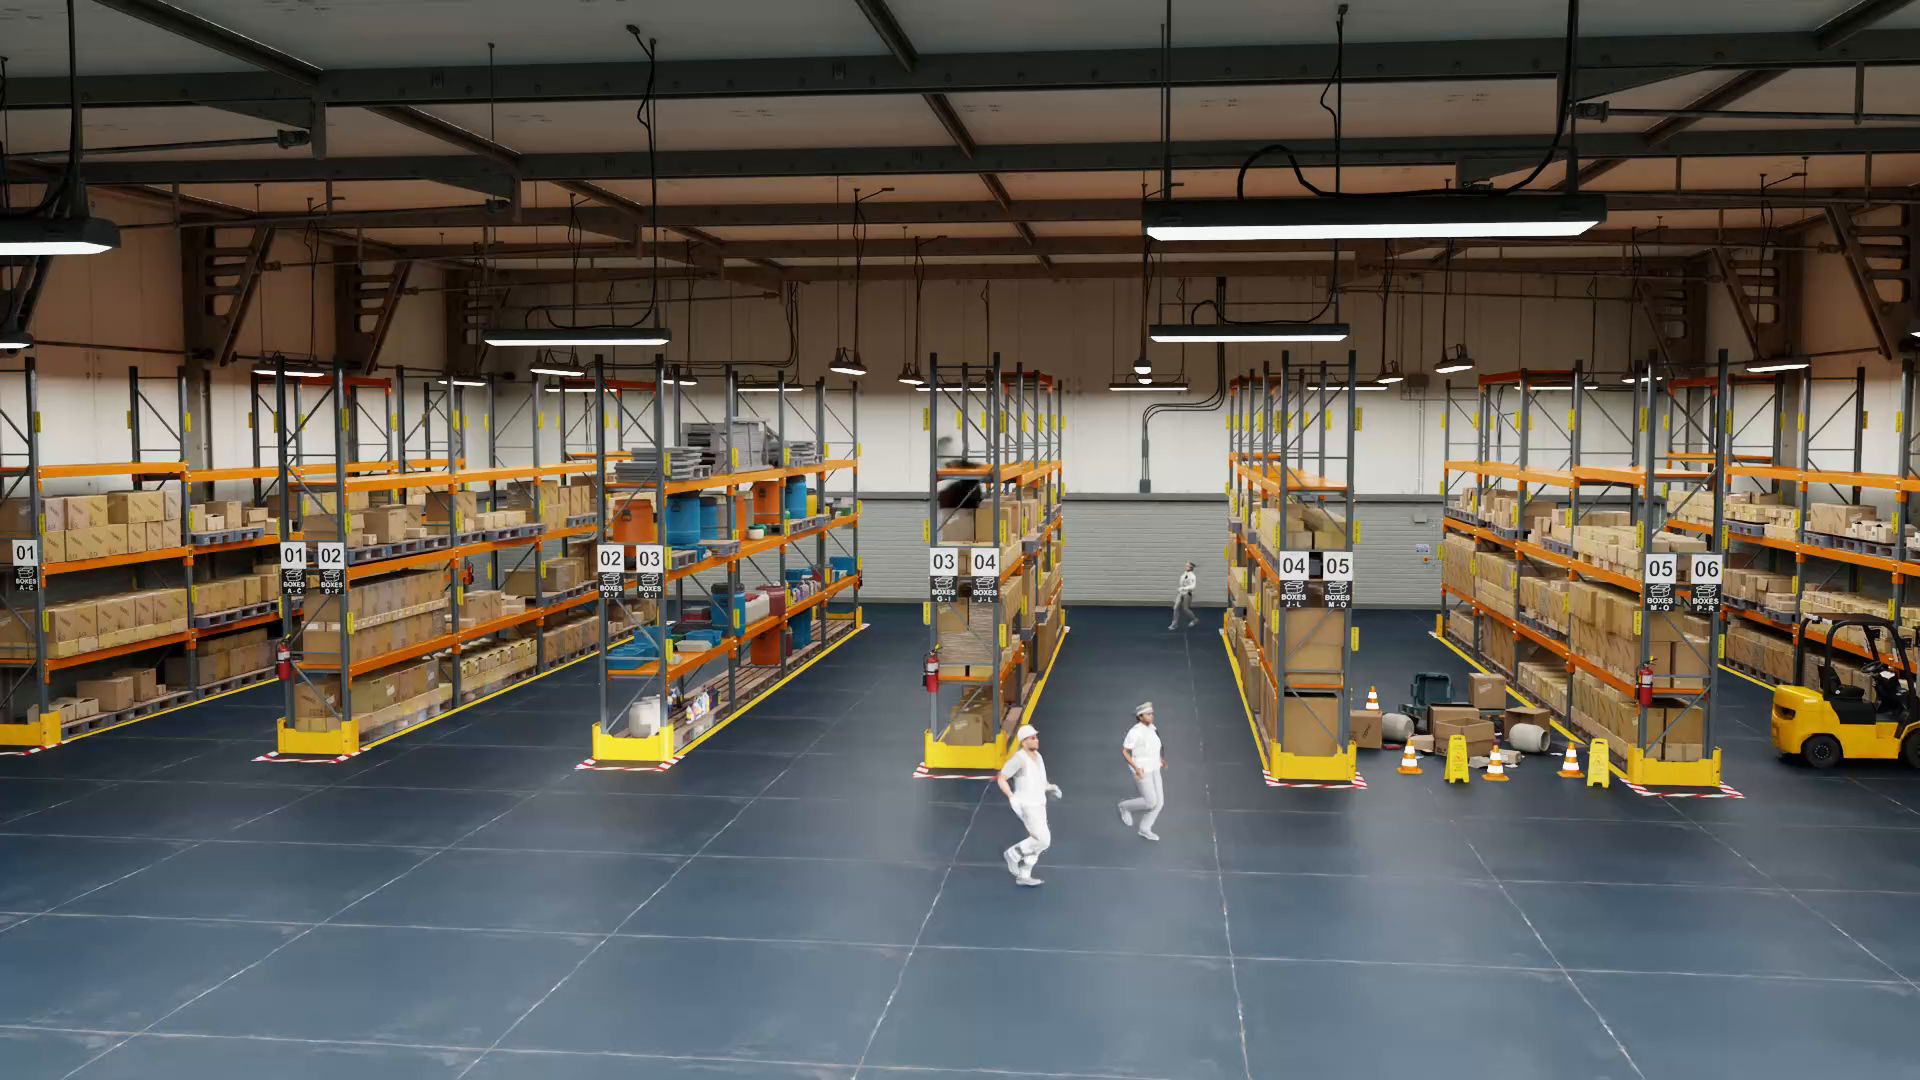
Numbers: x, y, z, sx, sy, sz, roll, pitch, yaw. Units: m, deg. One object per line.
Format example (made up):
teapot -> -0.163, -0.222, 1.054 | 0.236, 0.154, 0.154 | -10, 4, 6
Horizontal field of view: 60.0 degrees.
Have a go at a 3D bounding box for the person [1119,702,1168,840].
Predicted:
person -> 2.217, 2.770, 20.073 | 0.558, 1.661, 0.584 | 4, 6, 45

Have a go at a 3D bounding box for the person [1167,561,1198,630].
person -> 5.420, 1.334, 39.989 | 0.823, 1.684, 0.632 | -2, 5, -26

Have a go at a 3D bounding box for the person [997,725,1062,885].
person -> 0.787, 2.869, 17.916 | 0.583, 1.745, 0.664 | 3, 5, 32
